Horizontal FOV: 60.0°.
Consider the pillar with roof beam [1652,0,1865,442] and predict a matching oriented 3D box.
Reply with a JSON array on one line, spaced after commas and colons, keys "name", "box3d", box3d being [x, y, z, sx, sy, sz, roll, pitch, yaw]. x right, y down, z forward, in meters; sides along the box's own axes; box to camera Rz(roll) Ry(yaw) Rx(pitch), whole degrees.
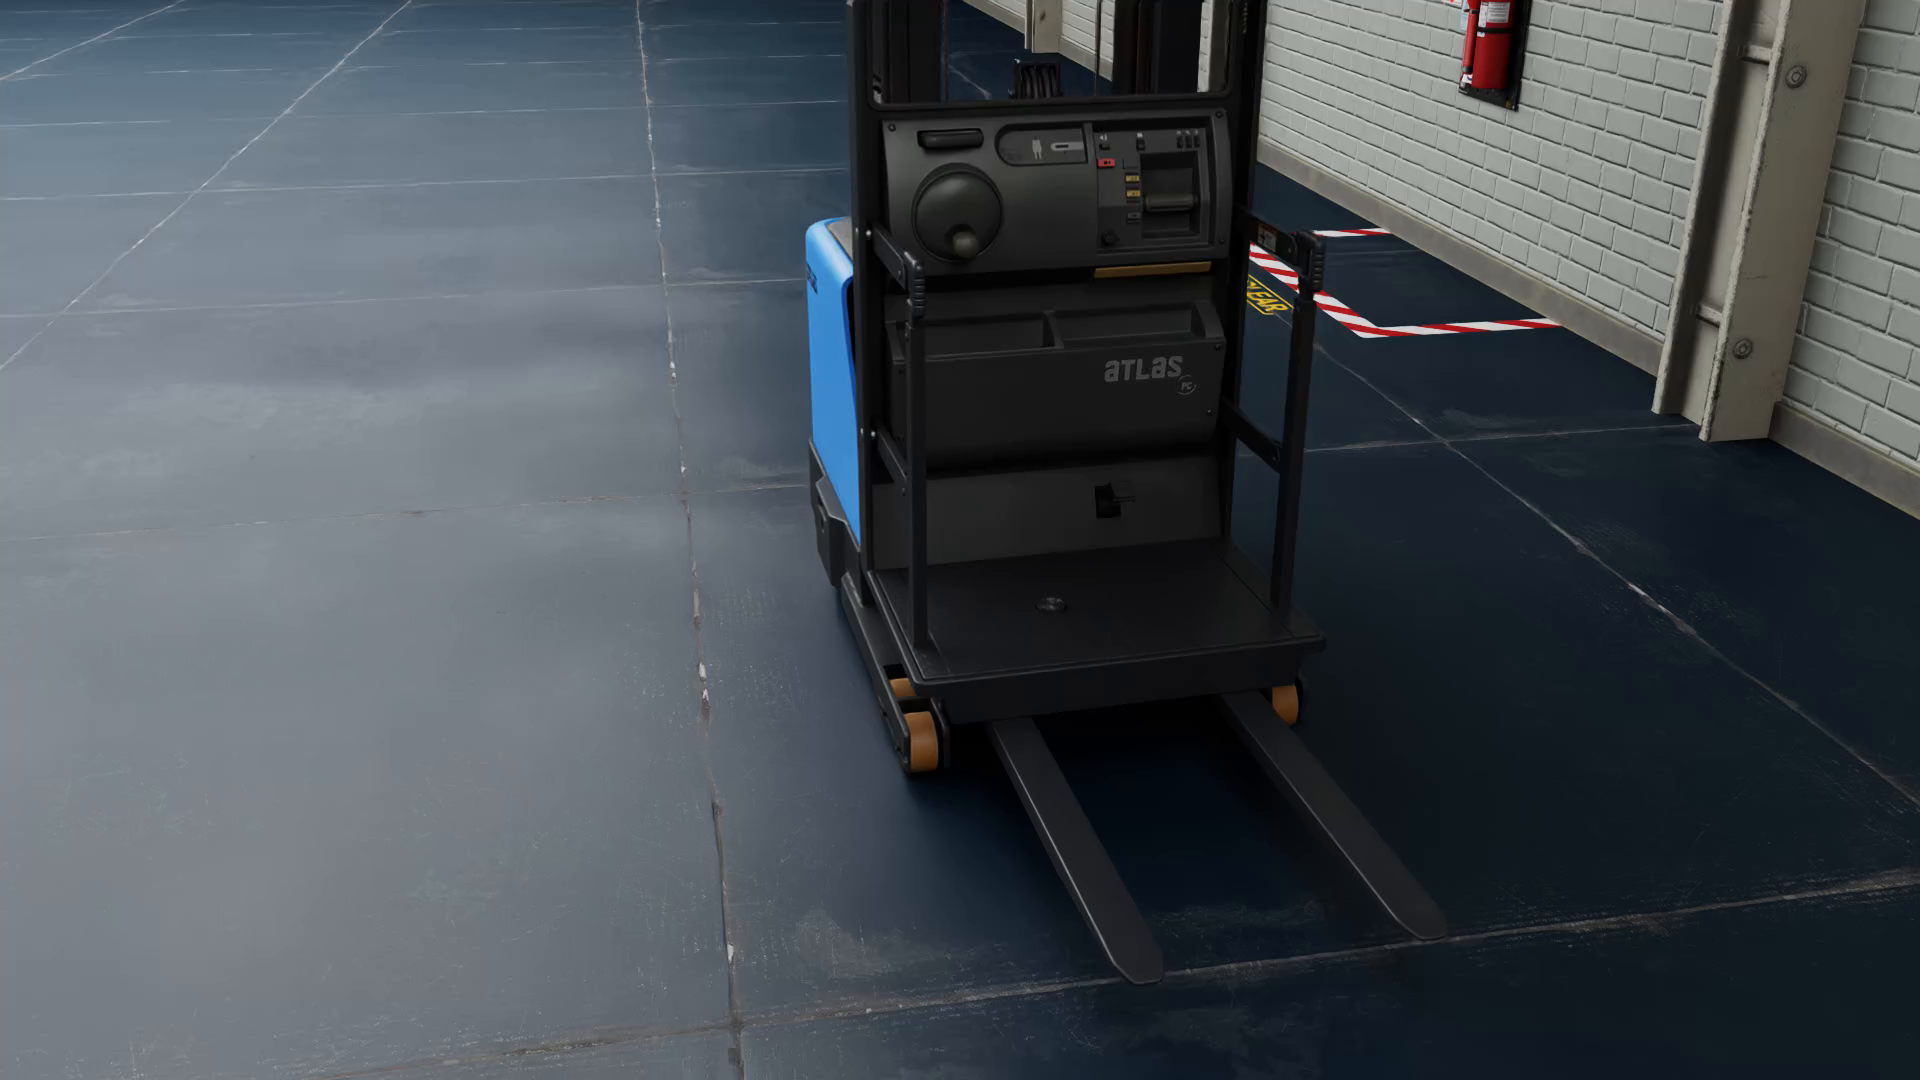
[{"name": "pillar with roof beam", "box3d": [-1.133, -4.287, 4.323, 9.100, 9.000, 0.400, -4, 24, -10]}]

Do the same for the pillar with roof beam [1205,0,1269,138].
[{"name": "pillar with roof beam", "box3d": [-2.242, -6.647, 9.726, 9.100, 9.000, 0.400, -4, 24, -10]}]

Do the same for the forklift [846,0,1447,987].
[{"name": "forklift", "box3d": [0.304, -0.897, 4.141, 1.110, 2.935, 3.031, -5, 24, -12]}]

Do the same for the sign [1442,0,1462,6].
[{"name": "sign", "box3d": [2.678, -3.073, 8.993, 0.001, 0.329, 0.234, -4, 24, -10]}]
